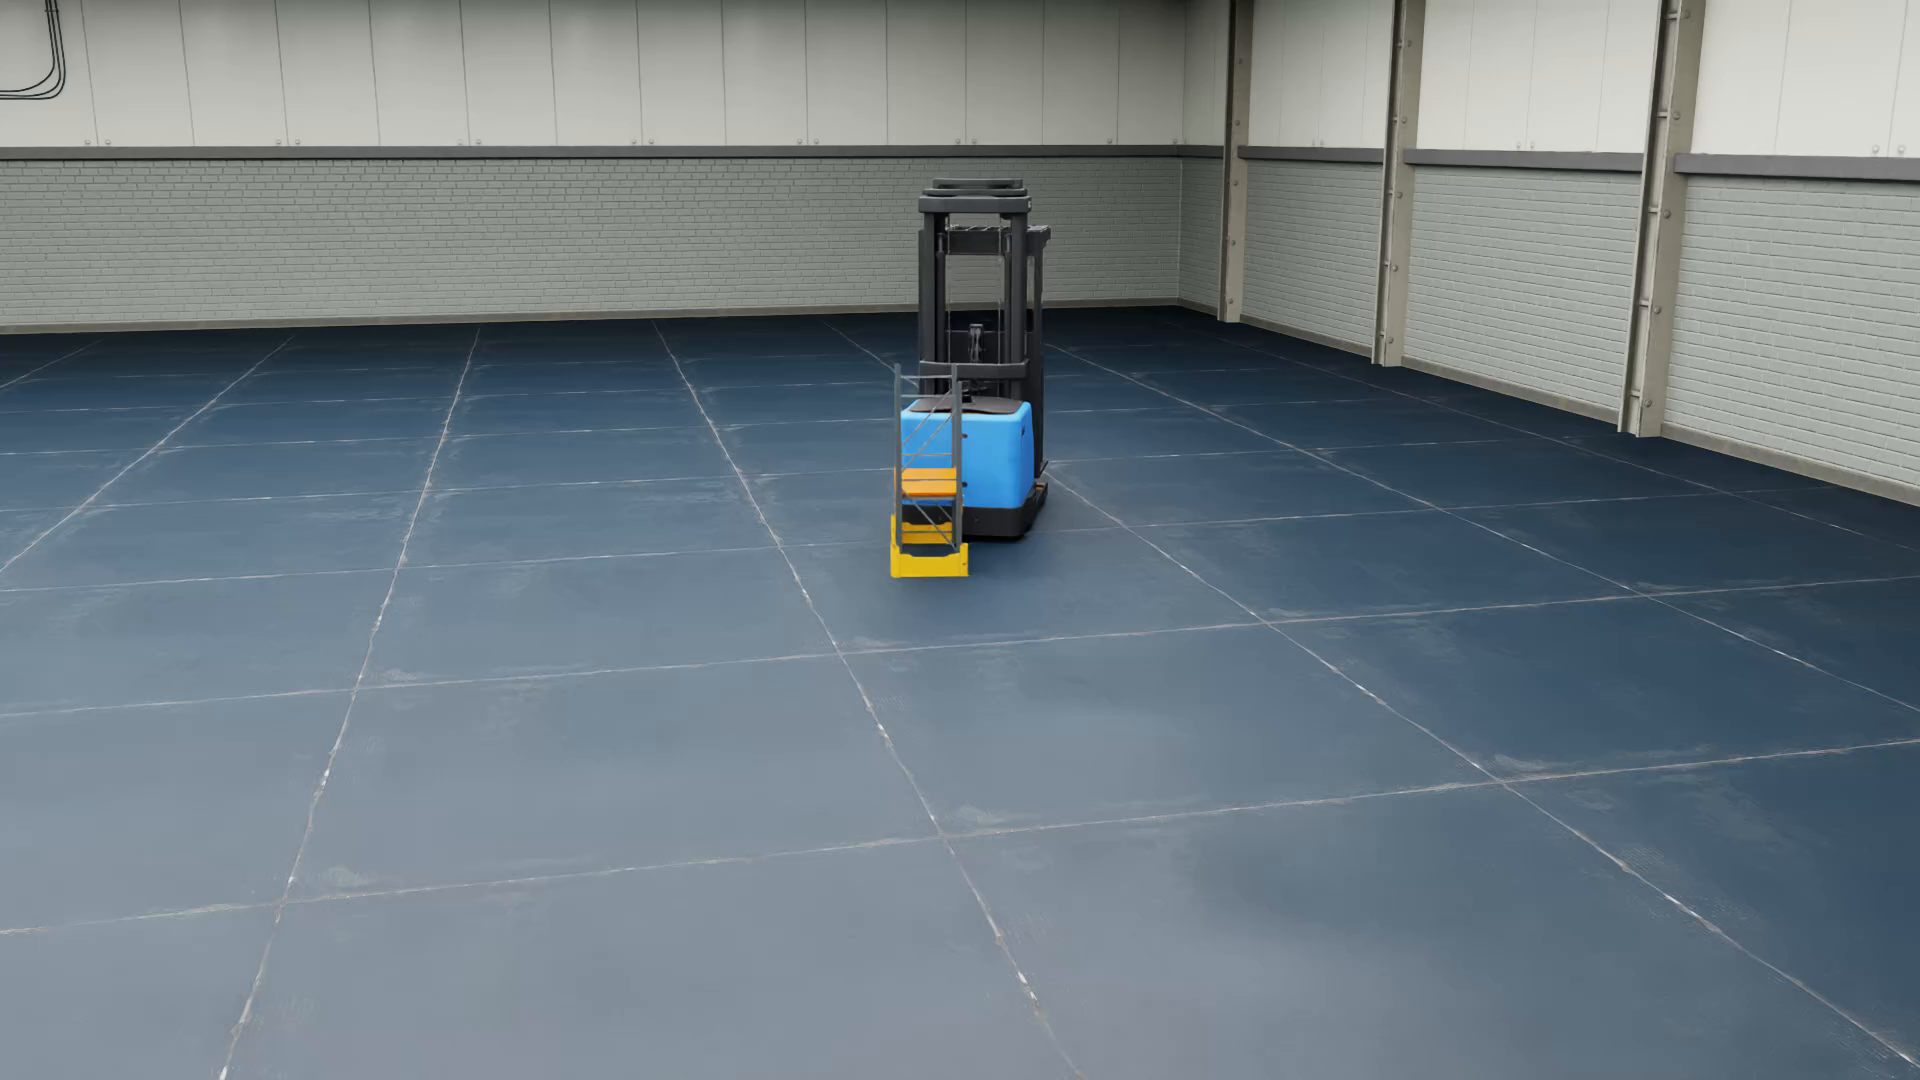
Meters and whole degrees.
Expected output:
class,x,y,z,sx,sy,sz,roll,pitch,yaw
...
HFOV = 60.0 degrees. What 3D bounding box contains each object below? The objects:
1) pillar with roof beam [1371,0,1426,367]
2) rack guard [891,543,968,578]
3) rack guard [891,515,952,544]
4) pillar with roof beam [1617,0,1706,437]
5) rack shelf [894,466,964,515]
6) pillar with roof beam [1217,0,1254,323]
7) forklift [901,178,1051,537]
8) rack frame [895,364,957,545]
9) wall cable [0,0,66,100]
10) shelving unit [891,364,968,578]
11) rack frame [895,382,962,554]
class,x,y,z,sx,sy,sz,roll,pitch,yaw
pillar with roof beam,2.114,-6.720,22.473,9.100,9.000,0.400,-3,14,-13
rack guard,-0.235,0.157,12.760,0.587,0.250,0.087,-1,14,-2
rack guard,-0.274,-0.080,13.726,0.587,0.250,0.087,-1,14,-2
pillar with roof beam,3.523,-5.336,16.808,9.100,9.000,0.400,-3,14,-13
rack shelf,-0.255,-0.396,13.146,0.538,0.185,1.000,-1,14,-2
pillar with roof beam,0.705,-8.104,28.139,9.100,9.000,0.400,-3,14,-13
forklift,0.217,-1.751,14.920,1.130,2.935,3.031,2,14,9
rack frame,-0.275,-0.691,13.597,0.500,1.500,0.032,-1,14,-2
wall cable,-15.904,-9.519,26.765,2.305,6.003,0.169,-3,14,-13
shelving unit,-0.254,-0.569,13.095,0.587,1.500,1.083,-1,14,-2
rack frame,-0.235,-0.450,12.610,0.500,1.500,0.032,-1,14,-2
